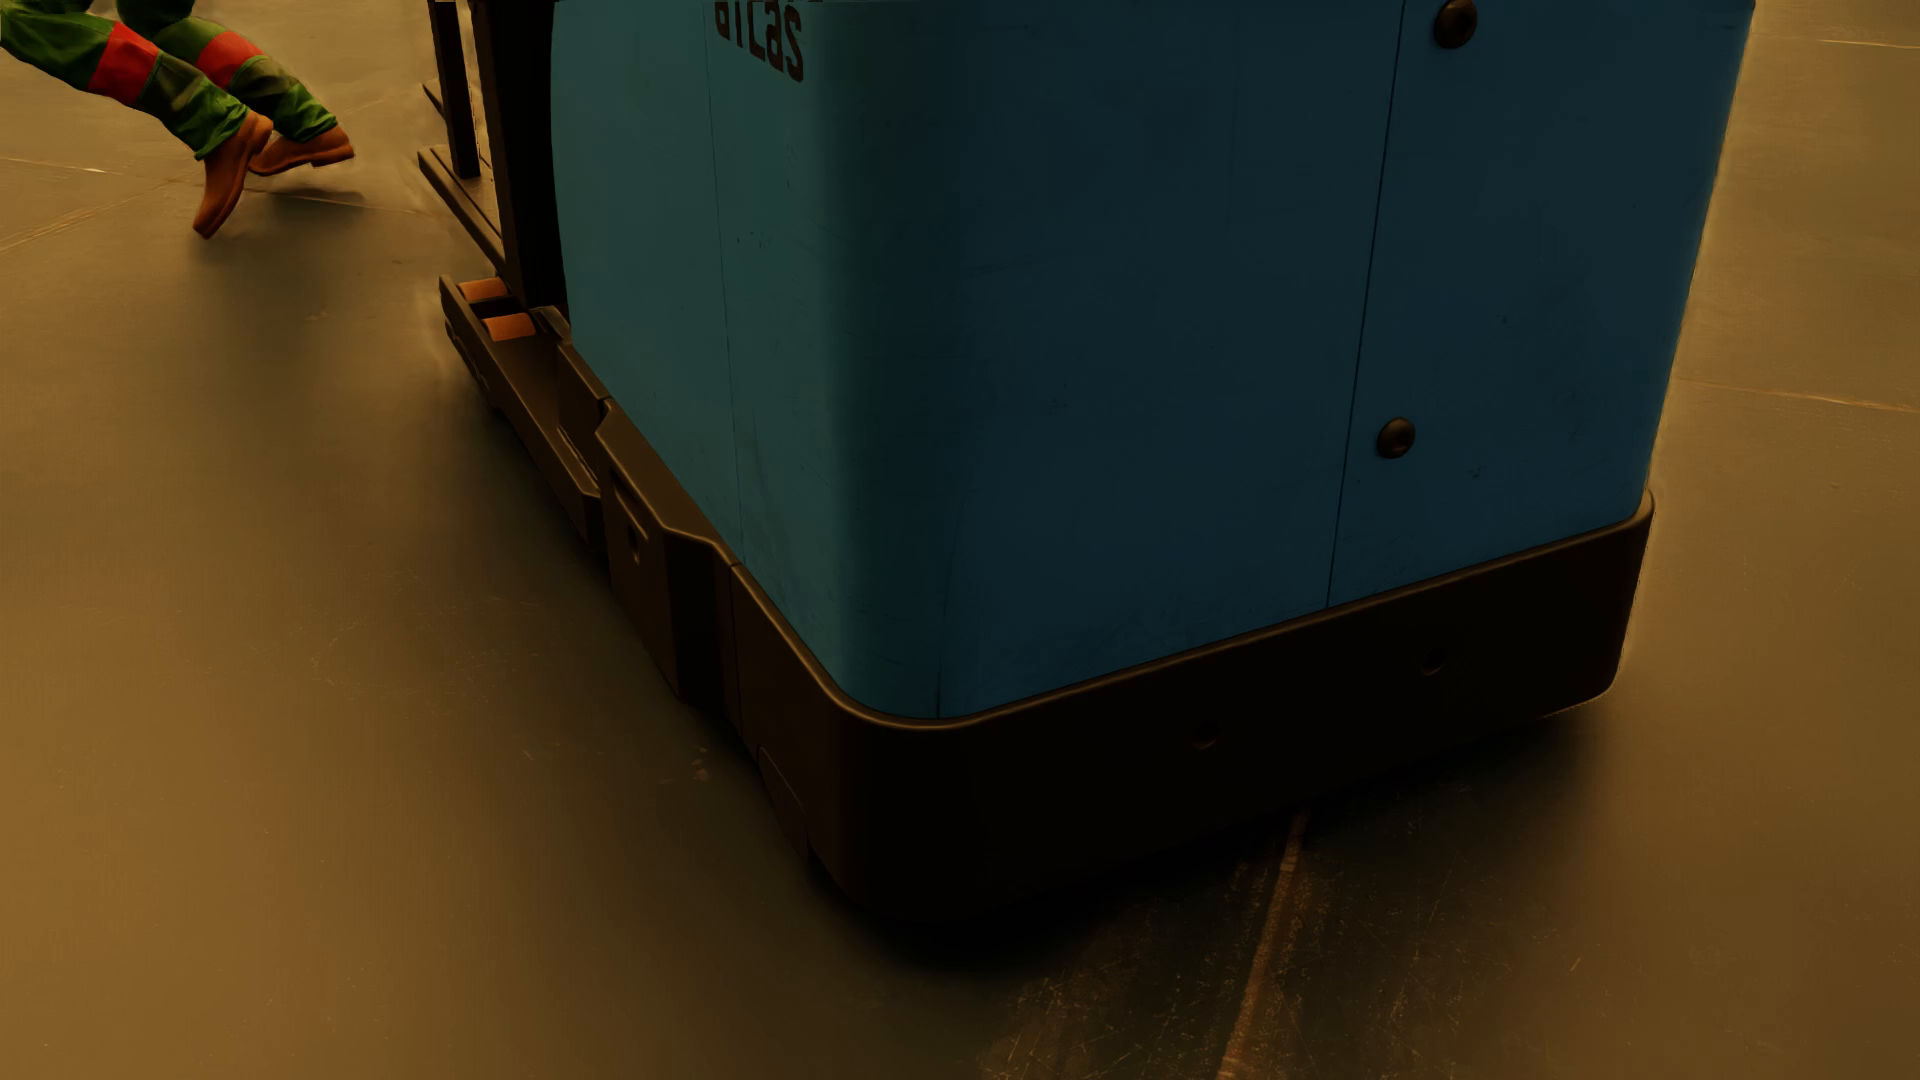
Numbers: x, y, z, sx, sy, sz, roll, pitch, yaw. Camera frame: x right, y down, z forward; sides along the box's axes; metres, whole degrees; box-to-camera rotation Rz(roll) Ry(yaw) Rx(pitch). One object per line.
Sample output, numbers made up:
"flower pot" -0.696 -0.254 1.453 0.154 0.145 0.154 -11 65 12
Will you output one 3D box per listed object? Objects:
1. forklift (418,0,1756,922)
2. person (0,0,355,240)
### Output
"forklift" -0.295 -1.592 2.336 1.130 2.935 3.031 -14 32 -23
"person" -1.608 -1.474 3.433 0.777 1.645 0.992 -2 30 -4
